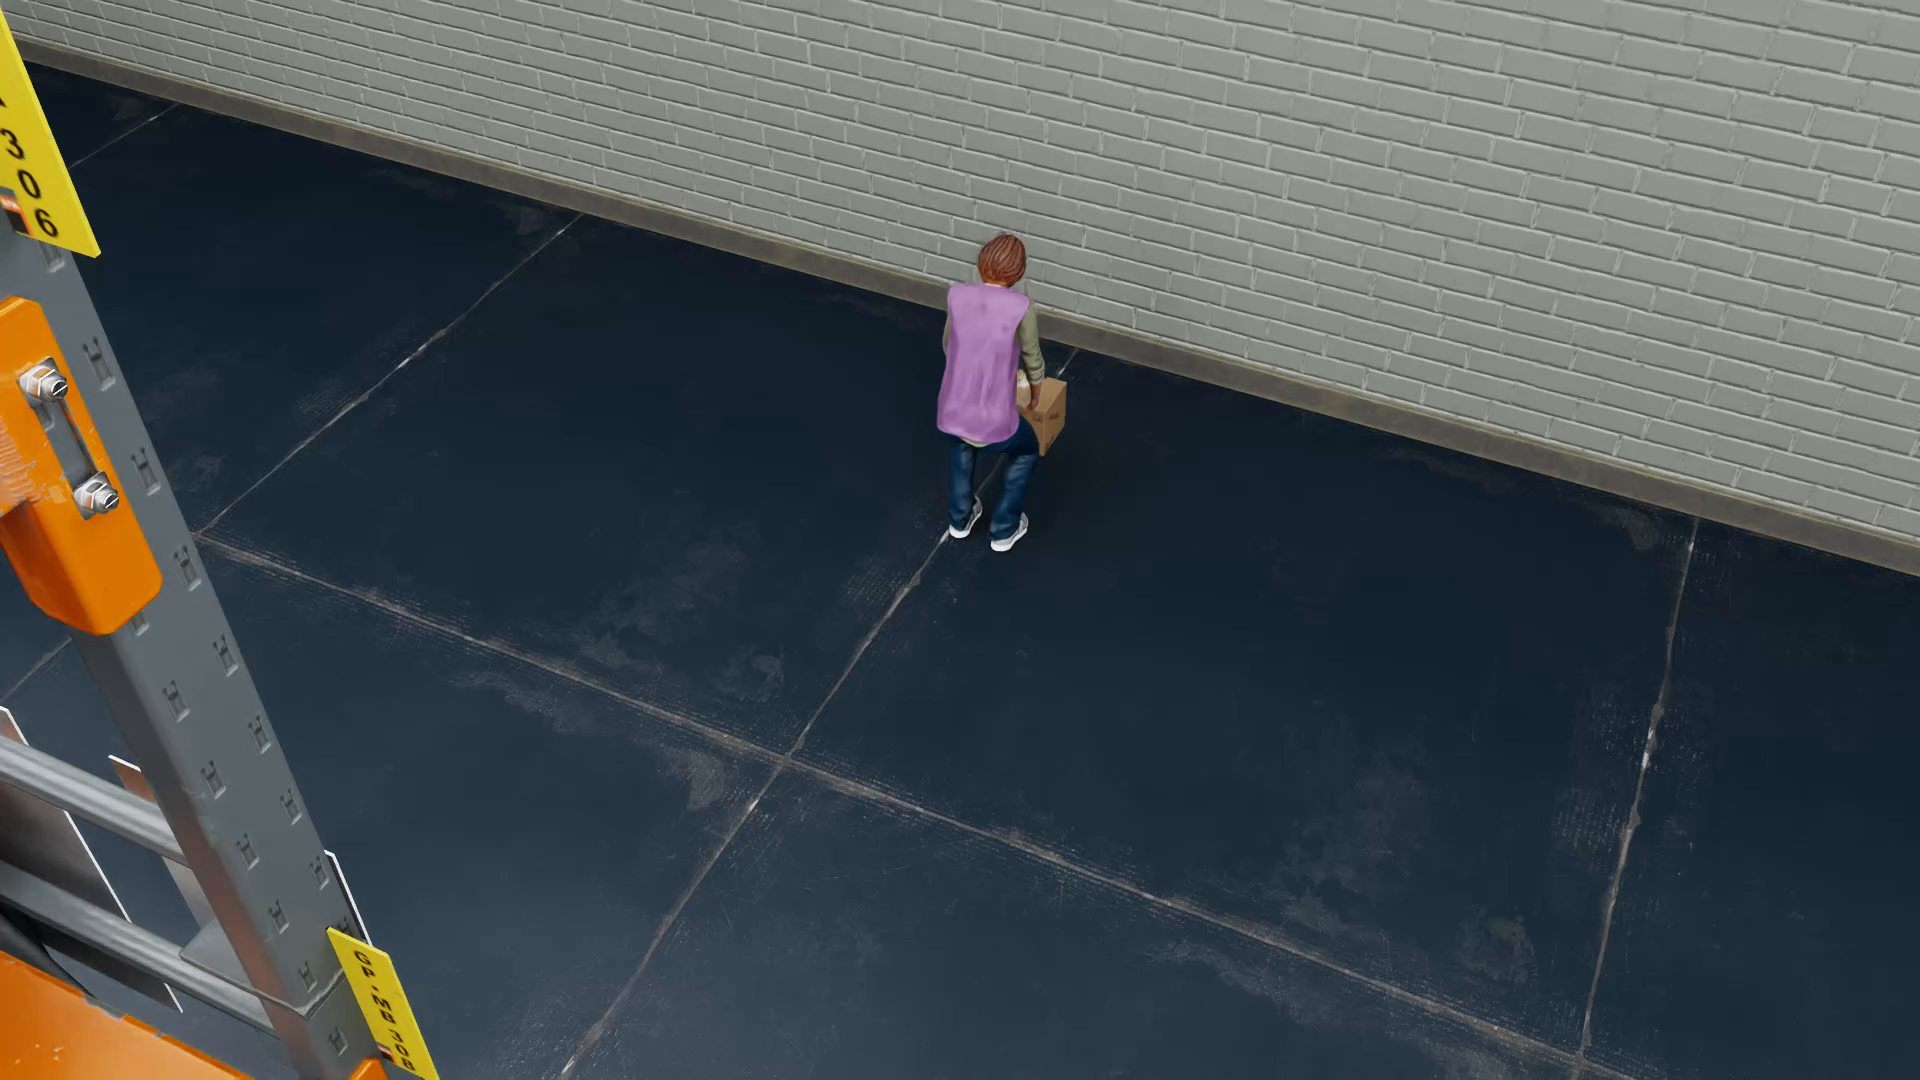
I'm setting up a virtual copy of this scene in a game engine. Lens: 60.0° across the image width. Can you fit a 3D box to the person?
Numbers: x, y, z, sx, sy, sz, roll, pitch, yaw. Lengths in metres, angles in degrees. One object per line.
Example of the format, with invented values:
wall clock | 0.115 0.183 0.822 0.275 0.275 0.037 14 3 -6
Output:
person | 0.102 -0.576 6.976 0.460 1.361 0.601 18 46 18
